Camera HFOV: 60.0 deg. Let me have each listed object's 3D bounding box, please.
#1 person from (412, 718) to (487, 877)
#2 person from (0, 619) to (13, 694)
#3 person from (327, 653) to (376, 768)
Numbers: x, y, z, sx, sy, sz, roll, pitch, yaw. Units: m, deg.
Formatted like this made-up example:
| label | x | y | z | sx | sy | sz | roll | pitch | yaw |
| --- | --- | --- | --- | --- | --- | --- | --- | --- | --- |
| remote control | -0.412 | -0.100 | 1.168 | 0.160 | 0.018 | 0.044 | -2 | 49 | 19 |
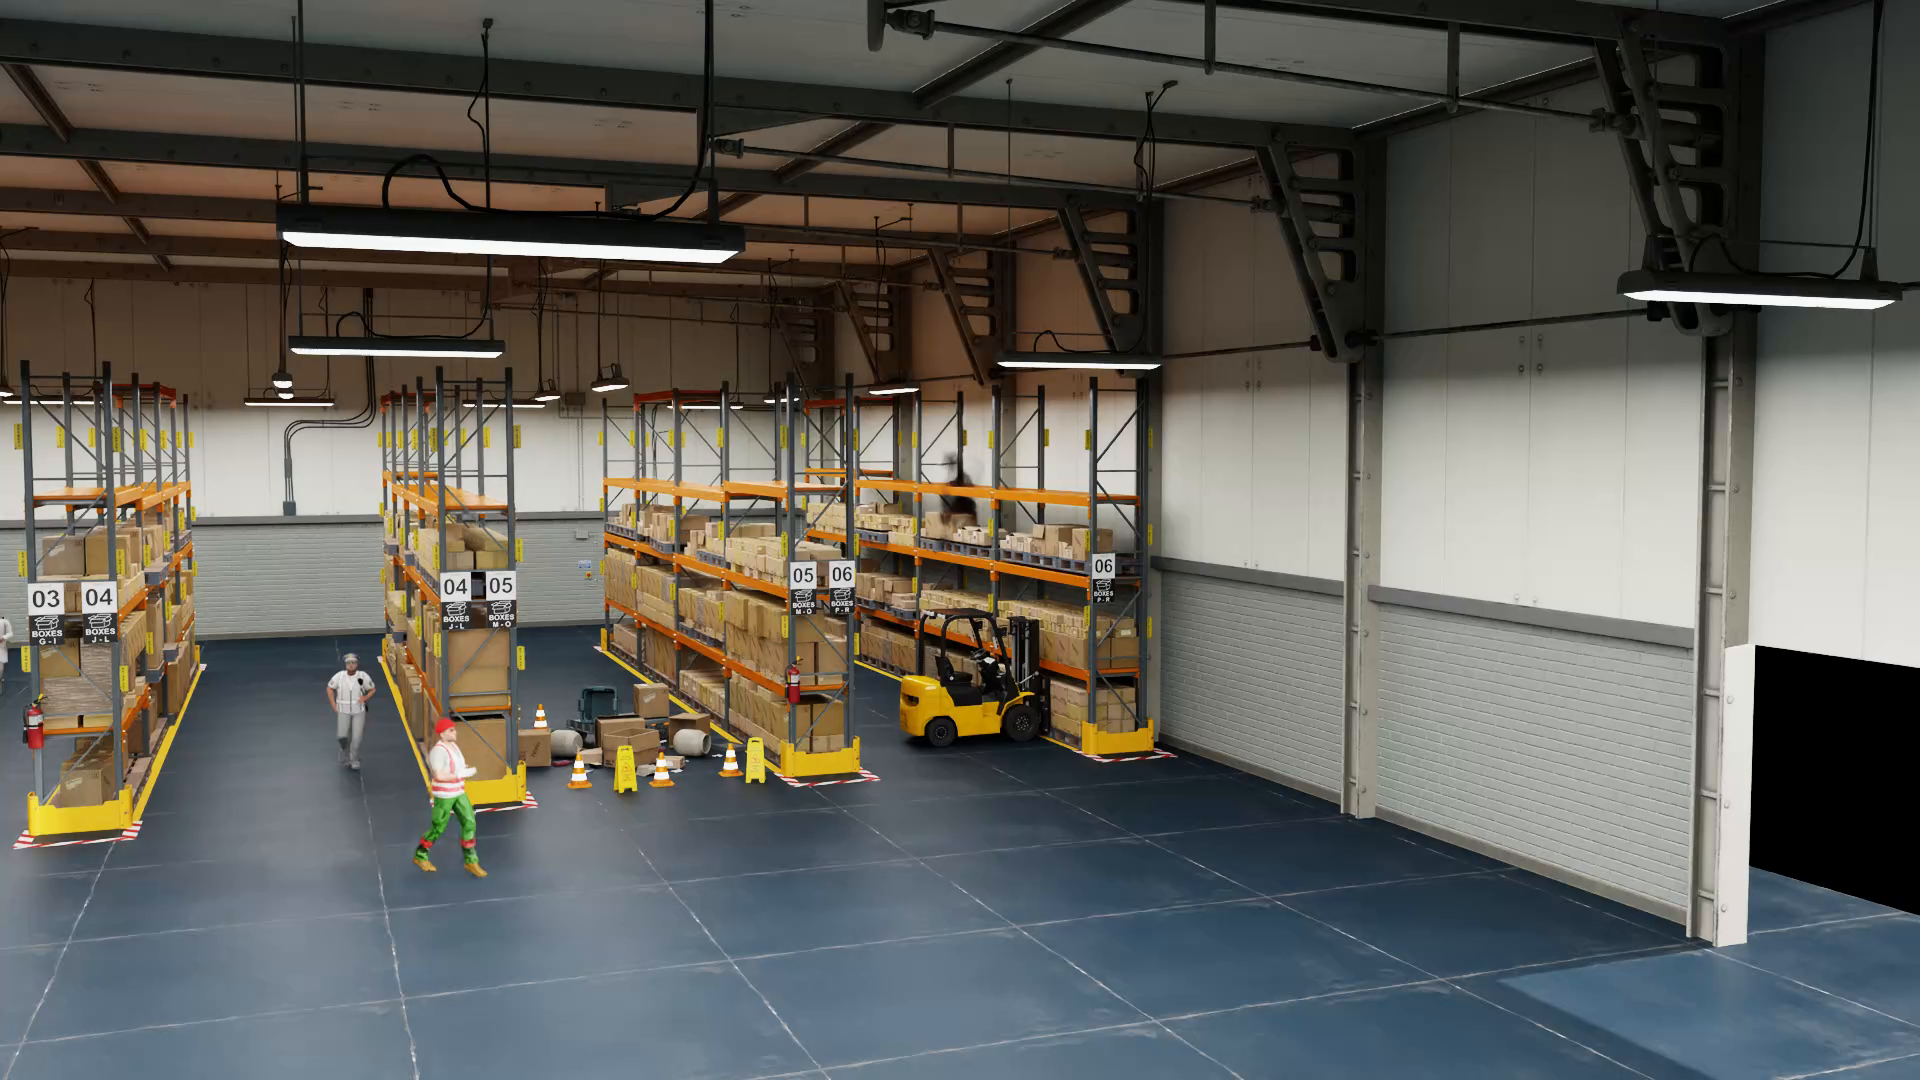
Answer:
| label | x | y | z | sx | sy | sz | roll | pitch | yaw |
| --- | --- | --- | --- | --- | --- | --- | --- | --- | --- |
| person | -5.857 | 2.945 | 19.022 | 0.862 | 1.835 | 0.653 | 1 | 4 | 15 |
| person | -18.919 | 2.165 | 32.567 | 0.693 | 1.739 | 0.663 | -3 | 4 | -37 |
| person | -9.259 | 2.601 | 25.311 | 0.710 | 1.757 | 0.529 | -1 | 4 | -18 |
